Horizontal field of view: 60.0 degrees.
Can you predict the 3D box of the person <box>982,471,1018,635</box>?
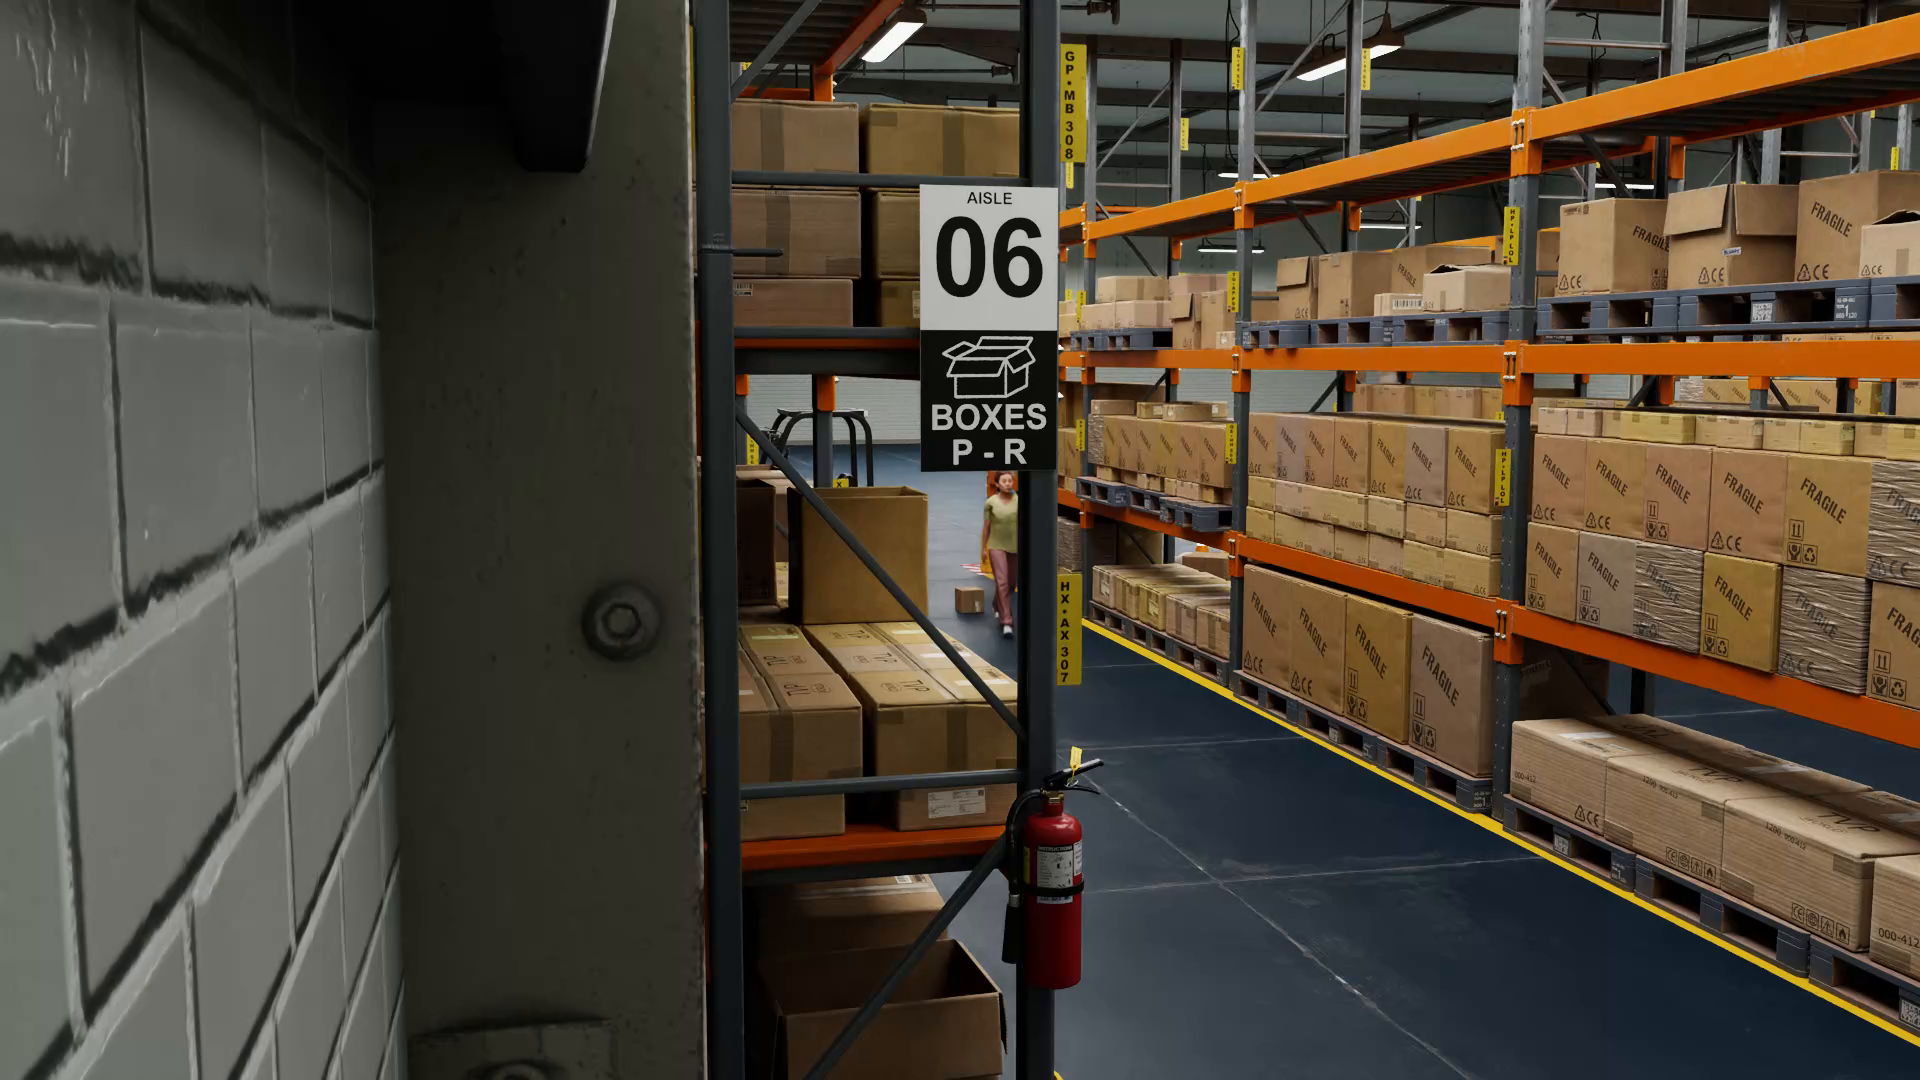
[{"bbox_3d":[0.459,0.094,16.624,0.458,1.624,1.013,-1,6,-12],"label":"person"}]
